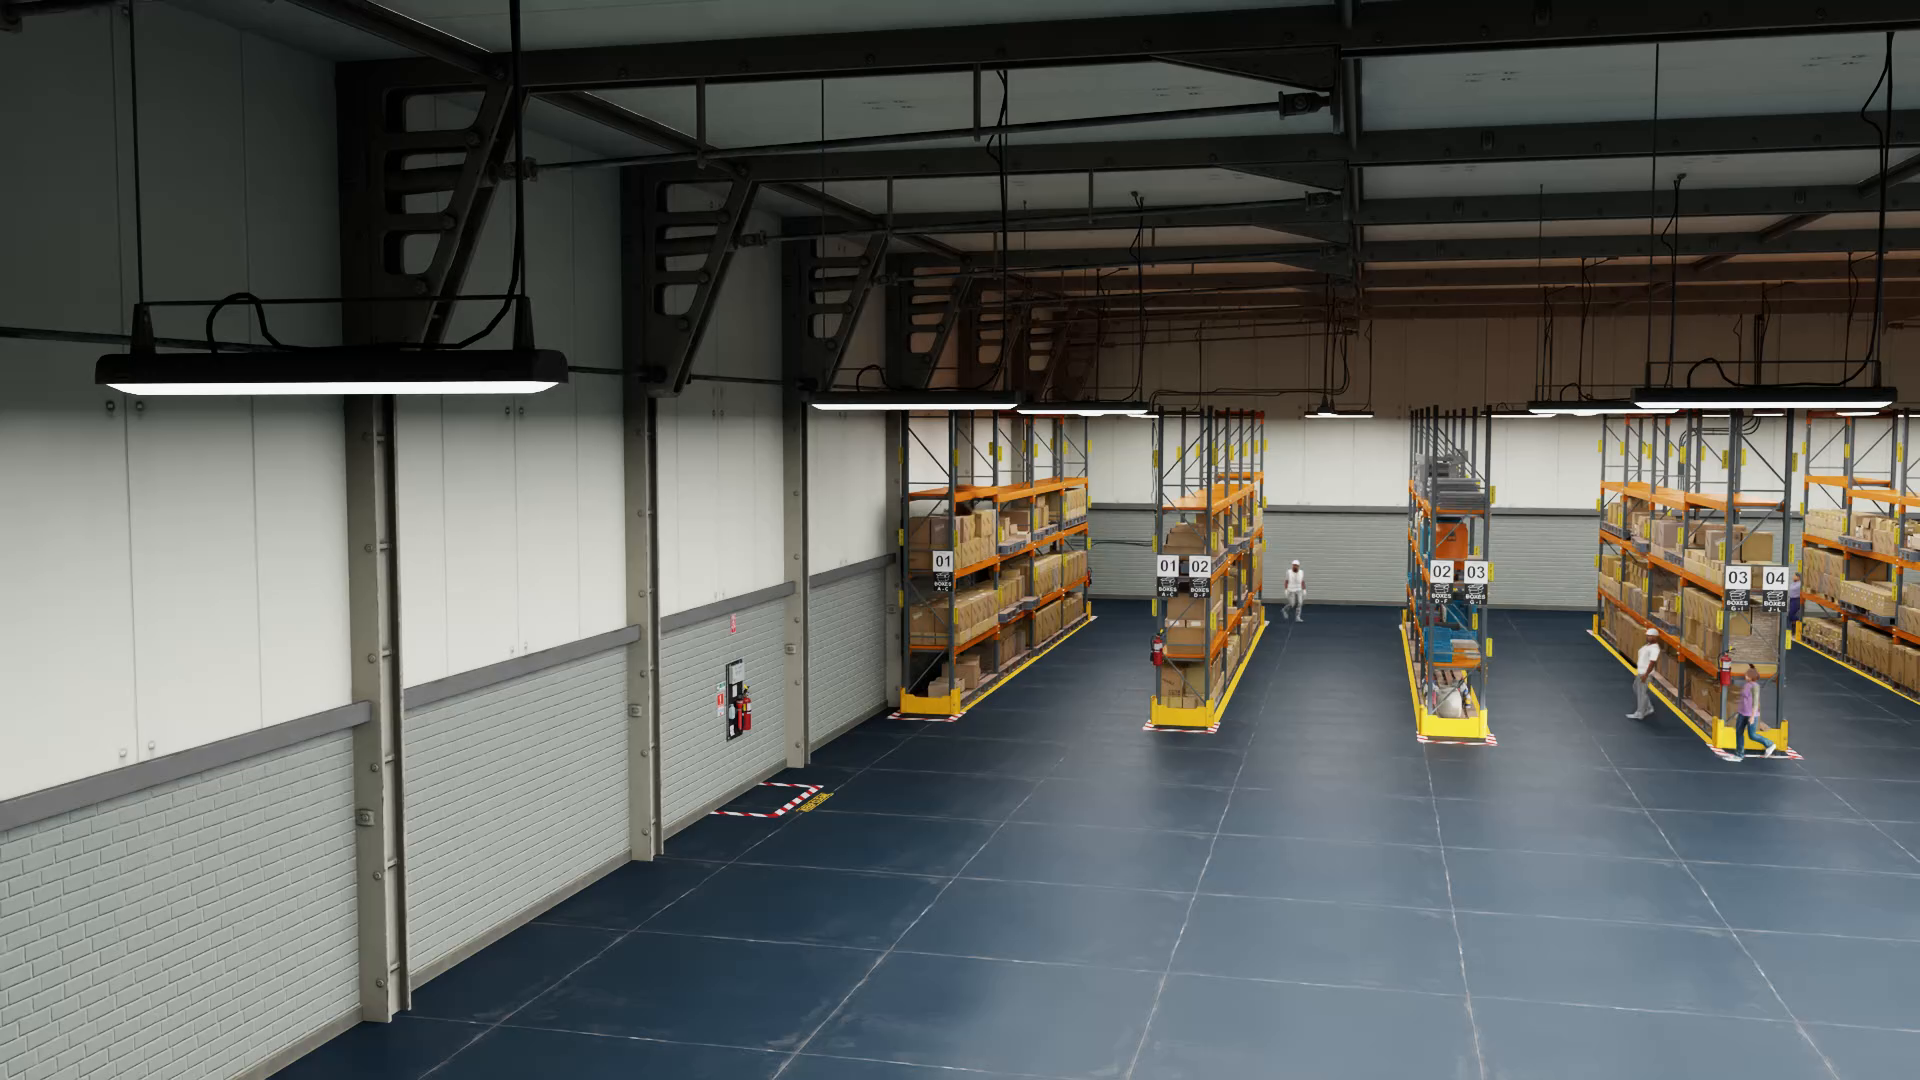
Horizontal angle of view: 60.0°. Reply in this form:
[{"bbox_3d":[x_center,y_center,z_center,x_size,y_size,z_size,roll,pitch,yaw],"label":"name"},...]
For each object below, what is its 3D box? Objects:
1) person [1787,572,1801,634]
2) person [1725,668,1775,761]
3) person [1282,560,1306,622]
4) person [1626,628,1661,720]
[{"bbox_3d":[22.348,1.699,44.592,0.444,1.665,0.489,0,4,2],"label":"person"},{"bbox_3d":[13.269,2.932,27.860,0.759,1.576,0.410,-1,4,-12],"label":"person"},{"bbox_3d":[9.491,1.440,47.288,0.518,1.763,0.672,-2,5,-26],"label":"person"},{"bbox_3d":[13.078,2.556,31.803,0.578,1.755,0.617,2,4,24],"label":"person"}]
